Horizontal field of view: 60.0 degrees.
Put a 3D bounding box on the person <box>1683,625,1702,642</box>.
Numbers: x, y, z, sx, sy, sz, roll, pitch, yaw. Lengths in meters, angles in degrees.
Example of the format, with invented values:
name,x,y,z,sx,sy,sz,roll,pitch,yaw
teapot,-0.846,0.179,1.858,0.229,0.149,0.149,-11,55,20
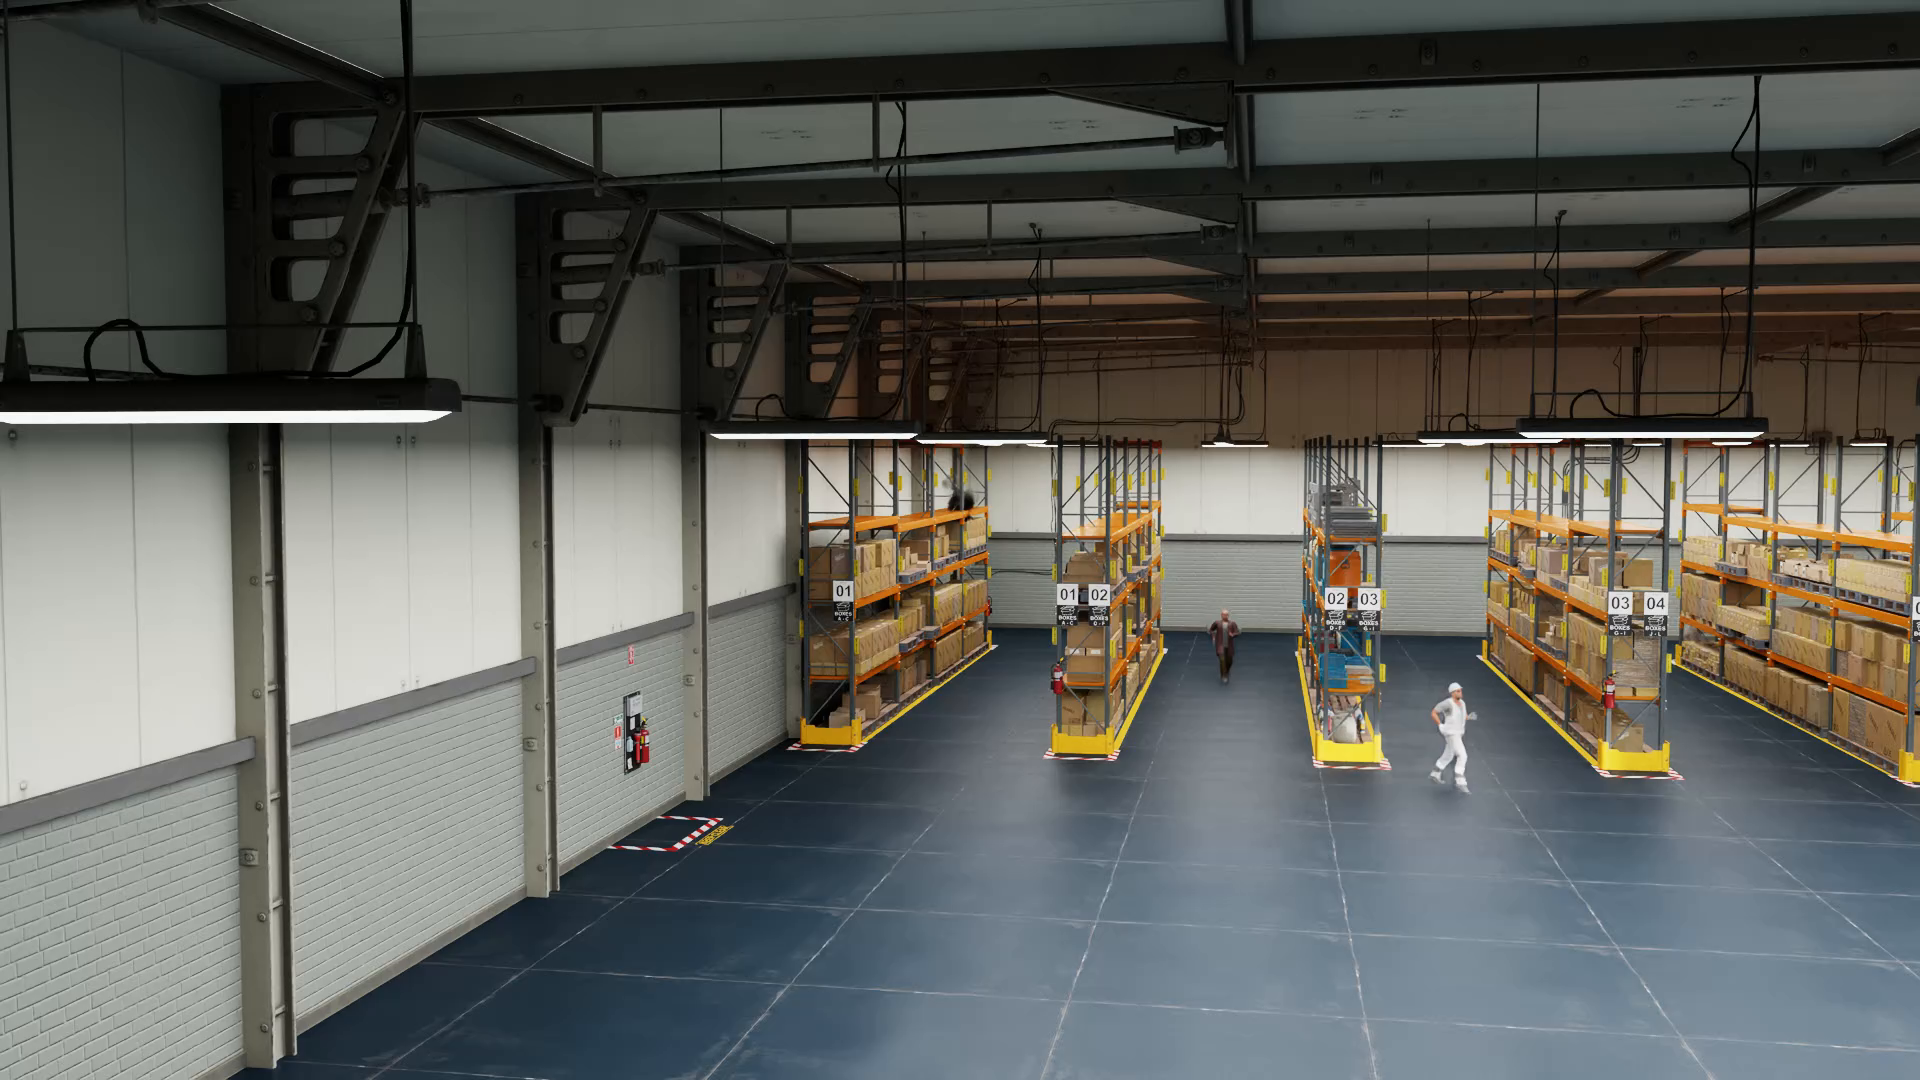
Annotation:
name,x,y,z,sx,sy,sz,roll,pitch,yaw
person,20.104,2.423,45.626,0.623,1.721,0.649,0,3,8

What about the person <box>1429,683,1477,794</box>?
name,x,y,z,sx,sy,sz,roll,pitch,yaw
person,8.275,3.322,27.994,0.801,1.849,0.471,3,4,43

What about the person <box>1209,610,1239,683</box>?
name,x,y,z,sx,sy,sz,roll,pitch,yaw
person,6.525,2.609,40.987,0.714,1.753,1.033,0,3,1
